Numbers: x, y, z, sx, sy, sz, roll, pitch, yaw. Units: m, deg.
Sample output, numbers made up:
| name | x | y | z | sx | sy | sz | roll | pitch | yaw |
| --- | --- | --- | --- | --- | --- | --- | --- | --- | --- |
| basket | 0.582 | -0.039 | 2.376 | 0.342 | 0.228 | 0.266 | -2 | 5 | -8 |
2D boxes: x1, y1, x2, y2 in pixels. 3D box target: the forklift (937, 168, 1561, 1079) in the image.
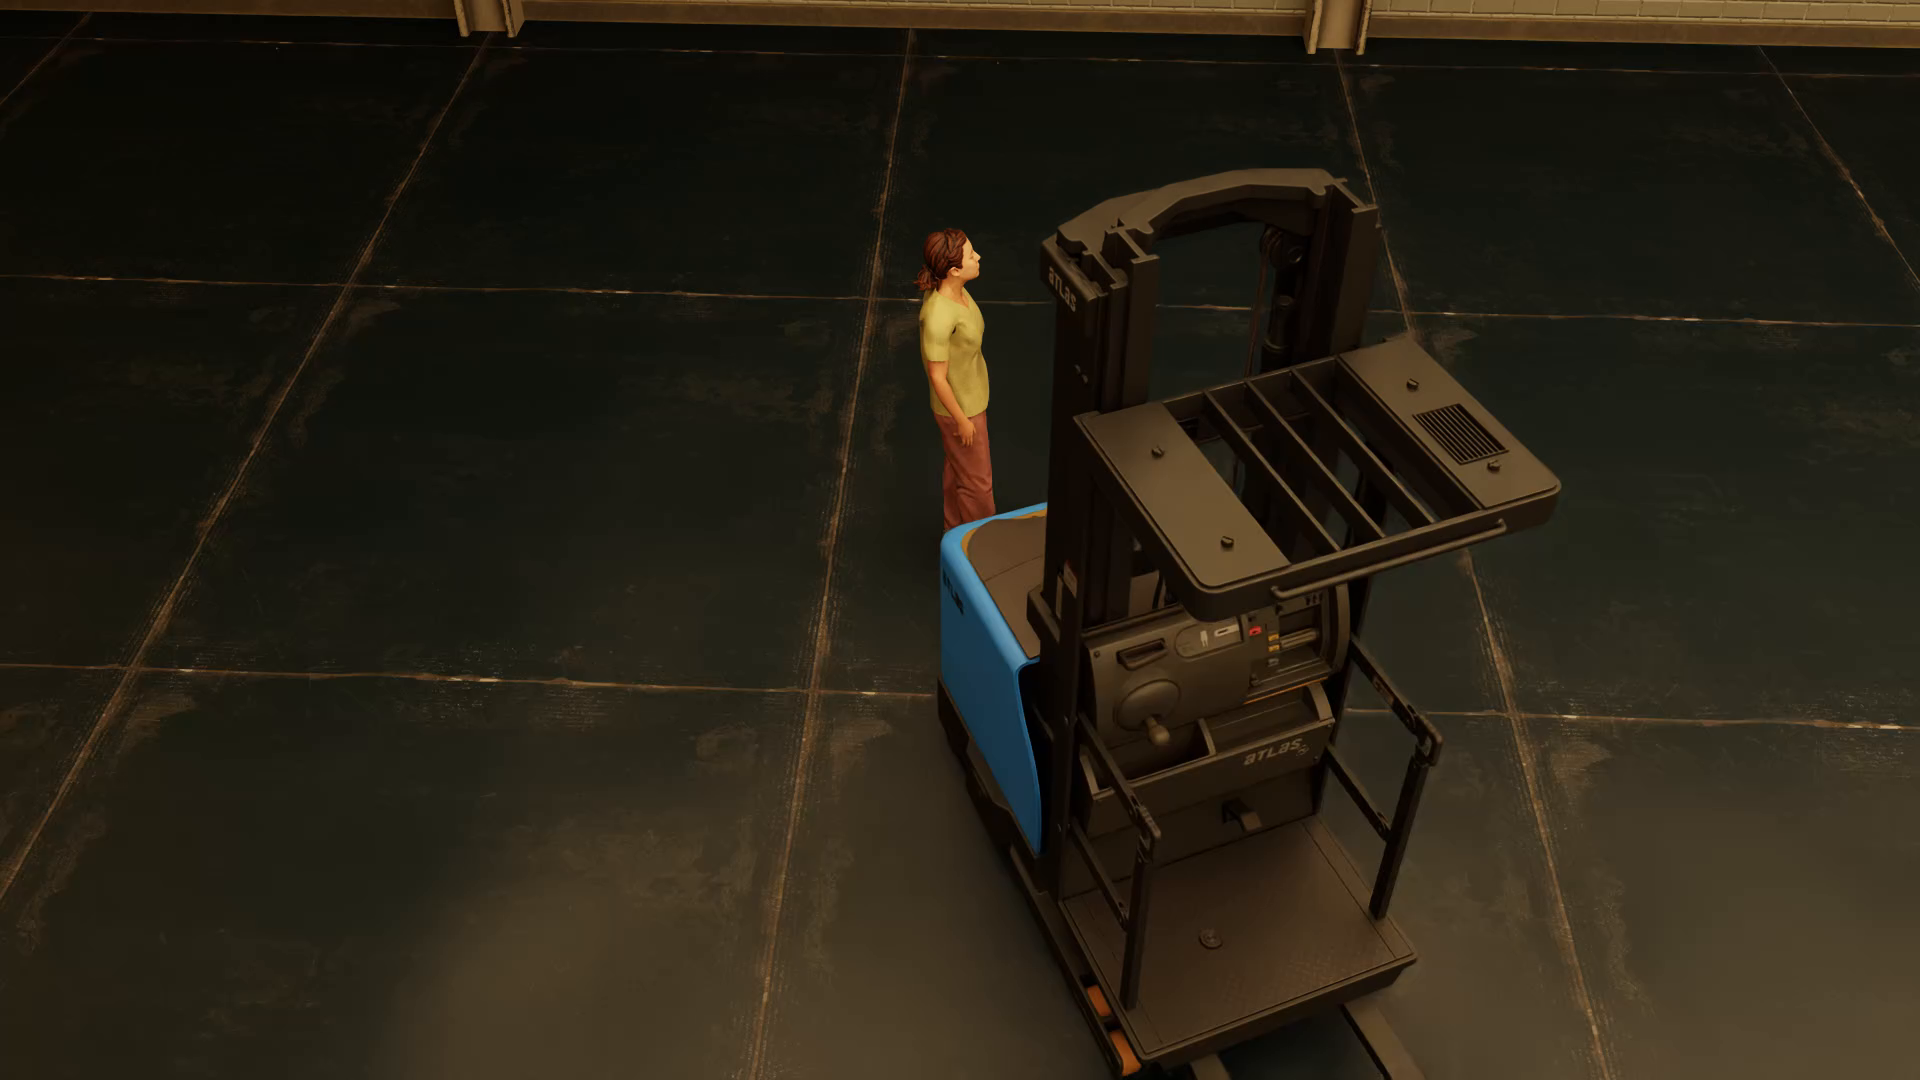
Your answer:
| name | x | y | z | sx | sy | sz | roll | pitch | yaw |
| --- | --- | --- | --- | --- | --- | --- | --- | --- | --- |
| forklift | 0.927 | 0.471 | 5.226 | 1.130 | 2.935 | 3.031 | -15 | 45 | -16 |

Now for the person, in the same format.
| name | x | y | z | sx | sy | sz | roll | pitch | yaw |
| --- | --- | --- | --- | --- | --- | --- | --- | --- | --- |
| person | 0.074 | -0.615 | 7.336 | 0.548 | 1.673 | 0.554 | 2 | 42 | 2 |
